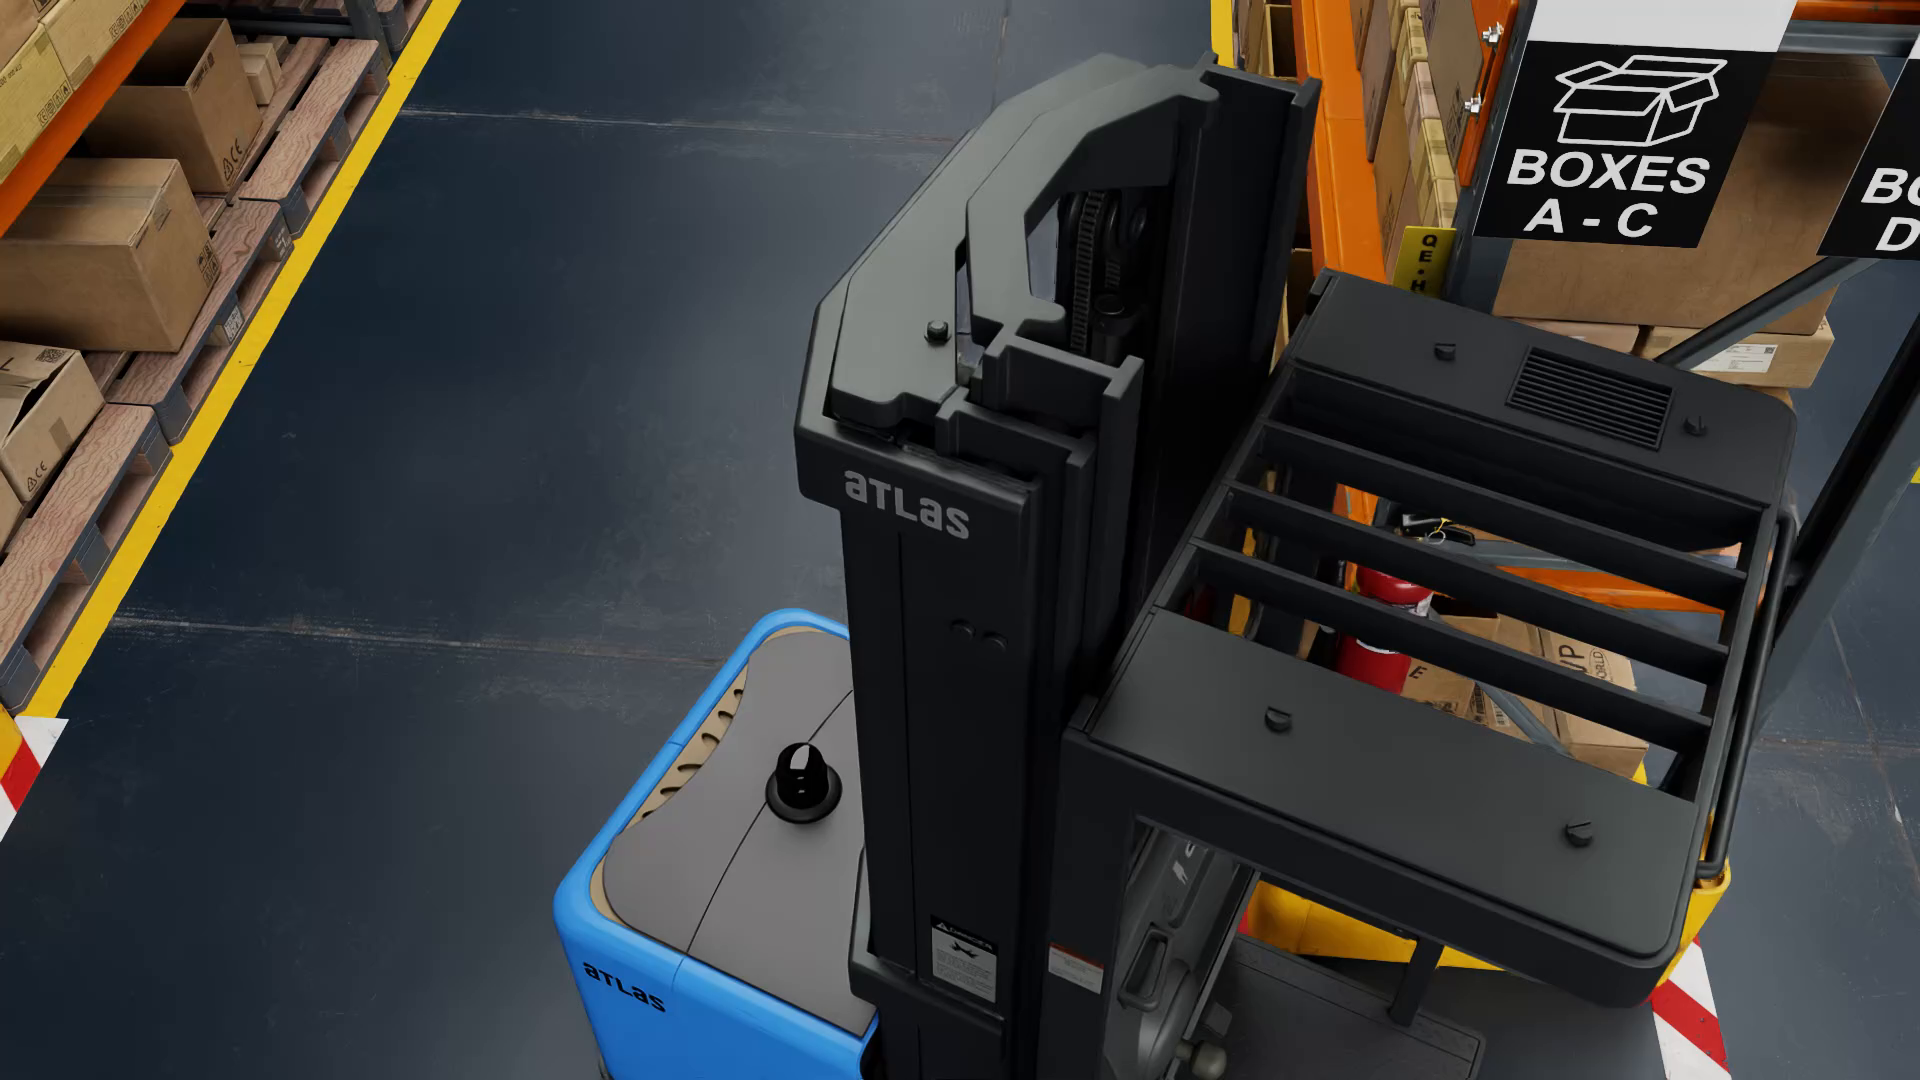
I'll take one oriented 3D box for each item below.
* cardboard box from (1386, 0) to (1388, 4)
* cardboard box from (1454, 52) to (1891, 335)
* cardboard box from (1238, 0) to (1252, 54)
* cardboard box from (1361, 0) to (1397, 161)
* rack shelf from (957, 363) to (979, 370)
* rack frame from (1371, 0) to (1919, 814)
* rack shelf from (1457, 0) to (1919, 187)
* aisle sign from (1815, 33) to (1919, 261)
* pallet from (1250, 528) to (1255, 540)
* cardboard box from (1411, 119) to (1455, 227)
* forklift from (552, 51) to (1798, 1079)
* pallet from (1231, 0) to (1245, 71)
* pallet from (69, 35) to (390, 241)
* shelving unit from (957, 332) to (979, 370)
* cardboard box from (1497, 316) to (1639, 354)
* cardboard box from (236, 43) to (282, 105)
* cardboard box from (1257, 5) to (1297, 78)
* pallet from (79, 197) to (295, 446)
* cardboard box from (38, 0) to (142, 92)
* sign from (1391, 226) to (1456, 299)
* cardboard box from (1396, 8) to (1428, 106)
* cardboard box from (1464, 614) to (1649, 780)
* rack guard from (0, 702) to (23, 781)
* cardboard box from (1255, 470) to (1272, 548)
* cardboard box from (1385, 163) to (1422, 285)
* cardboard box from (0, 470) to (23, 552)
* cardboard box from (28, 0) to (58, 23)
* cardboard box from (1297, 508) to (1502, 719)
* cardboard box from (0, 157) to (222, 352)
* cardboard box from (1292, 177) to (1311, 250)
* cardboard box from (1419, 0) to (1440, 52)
[{"bbox_3d":[1.399,-1.637,4.707,0.380,0.149,0.250,3,48,3],"label":"cardboard box"},{"bbox_3d":[1.475,-0.803,3.505,0.700,0.500,0.500,4,48,4],"label":"cardboard box"},{"bbox_3d":[1.529,-2.428,7.516,0.500,0.250,0.500,3,48,3],"label":"cardboard box"},{"bbox_3d":[1.609,-1.464,4.989,0.700,0.500,0.500,5,48,5],"label":"cardboard box"},{"bbox_3d":[0.001,-0.469,5.249,0.258,0.077,0.200,4,48,4],"label":"rack shelf"},{"bbox_3d":[1.415,0.050,3.672,1.000,3.000,0.127,4,48,4],"label":"rack frame"},{"bbox_3d":[1.597,-2.190,4.175,1.077,0.370,4.000,4,48,4],"label":"rack shelf"},{"bbox_3d":[1.714,-0.759,2.650,0.394,0.787,0.004,4,48,4],"label":"aisle sign"},{"bbox_3d":[1.557,-0.468,6.035,1.003,0.211,1.213,4,48,4],"label":"pallet"},{"bbox_3d":[1.306,-0.877,4.012,0.380,0.149,0.250,3,48,3],"label":"cardboard box"},{"bbox_3d":[0.648,0.688,3.134,3.031,2.935,1.130,20,51,17],"label":"forklift"},{"bbox_3d":[1.808,-2.493,7.887,1.003,0.211,1.213,4,48,4],"label":"pallet"},{"bbox_3d":[-3.180,-1.783,7.238,1.003,0.211,1.213,4,48,4],"label":"pallet"},{"bbox_3d":[0.001,-0.310,5.423,0.258,0.900,0.210,4,48,4],"label":"shelving unit"},{"bbox_3d":[1.260,-0.497,3.664,0.380,0.149,0.250,3,48,3],"label":"cardboard box"},{"bbox_3d":[-3.173,-2.017,7.184,0.380,0.166,0.250,-2,48,-2],"label":"cardboard box"},{"bbox_3d":[1.388,-1.669,6.314,0.500,0.500,0.500,4,48,4],"label":"cardboard box"},{"bbox_3d":[-3.288,-0.884,6.416,1.003,0.211,1.213,4,48,4],"label":"pallet"},{"bbox_3d":[-3.024,-1.702,5.362,0.500,0.250,0.500,4,48,4],"label":"cardboard box"},{"bbox_3d":[0.876,-0.468,3.200,0.100,0.325,0.005,4,48,4],"label":"sign"},{"bbox_3d":[1.355,-1.255,4.357,0.380,0.149,0.250,5,48,5],"label":"cardboard box"},{"bbox_3d":[1.686,0.457,4.878,0.500,0.250,0.500,4,48,4],"label":"cardboard box"},{"bbox_3d":[-3.511,0.507,4.948,1.175,0.500,0.348,4,48,4],"label":"rack guard"},{"bbox_3d":[1.203,0.054,5.247,0.500,0.250,0.500,4,48,4],"label":"cardboard box"},{"bbox_3d":[1.514,-0.713,4.301,0.700,0.500,0.500,5,48,5],"label":"cardboard box"},{"bbox_3d":[-3.366,-0.024,5.263,0.500,0.311,0.500,-1,48,-1],"label":"cardboard box"},{"bbox_3d":[-3.032,-1.943,5.074,0.500,0.500,0.500,5,48,5],"label":"cardboard box"},{"bbox_3d":[1.168,0.169,4.634,0.500,0.500,0.500,4,48,4],"label":"cardboard box"},{"bbox_3d":[-3.197,-1.043,6.067,0.700,0.500,0.500,1,48,1],"label":"cardboard box"},{"bbox_3d":[1.291,-0.935,5.643,0.500,0.500,0.500,4,48,4],"label":"cardboard box"},{"bbox_3d":[1.563,-1.560,4.197,0.700,0.500,0.500,4,48,4],"label":"cardboard box"}]
